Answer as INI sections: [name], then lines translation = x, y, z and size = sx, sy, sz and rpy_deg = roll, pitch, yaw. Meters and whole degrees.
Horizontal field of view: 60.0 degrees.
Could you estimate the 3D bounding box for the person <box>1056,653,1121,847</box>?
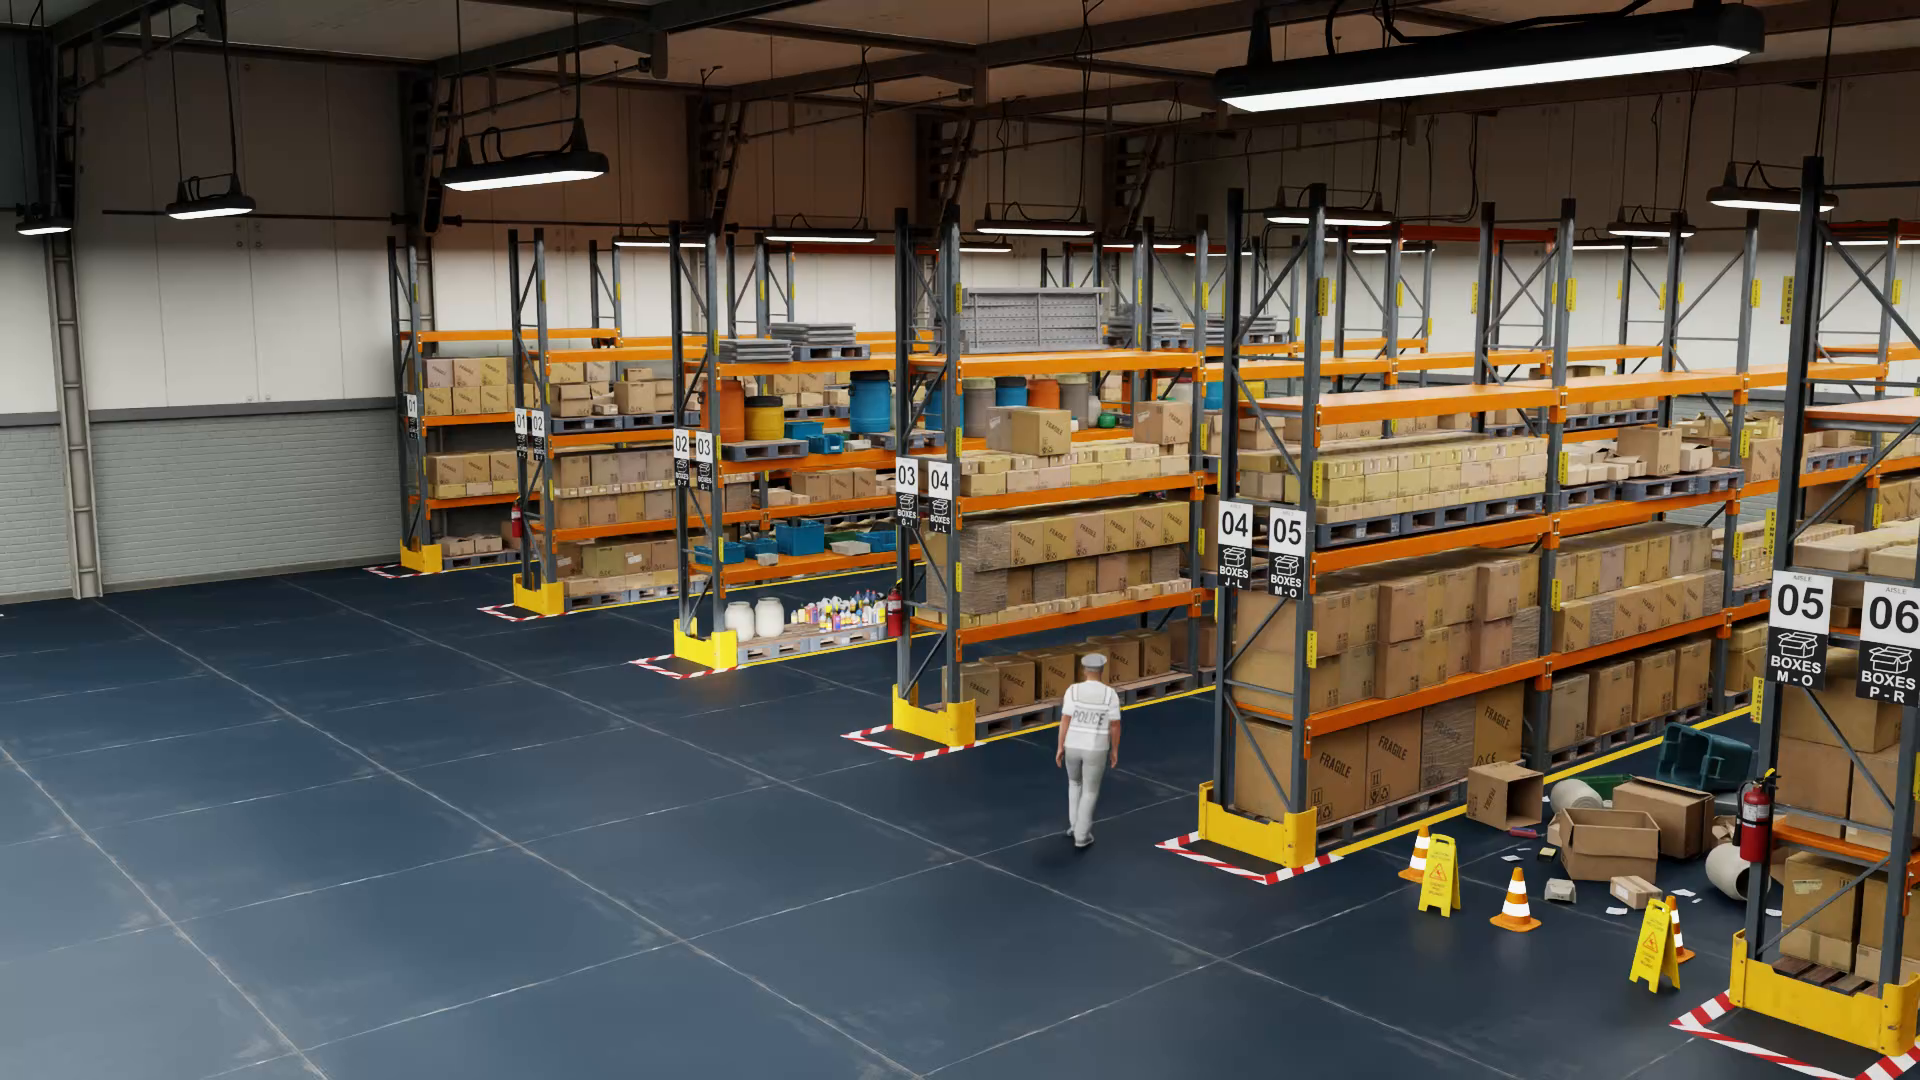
[person]
translation = 1.192, 1.975, 15.394
size = 0.551, 1.807, 0.564
rpy_deg = 4, 9, 22
